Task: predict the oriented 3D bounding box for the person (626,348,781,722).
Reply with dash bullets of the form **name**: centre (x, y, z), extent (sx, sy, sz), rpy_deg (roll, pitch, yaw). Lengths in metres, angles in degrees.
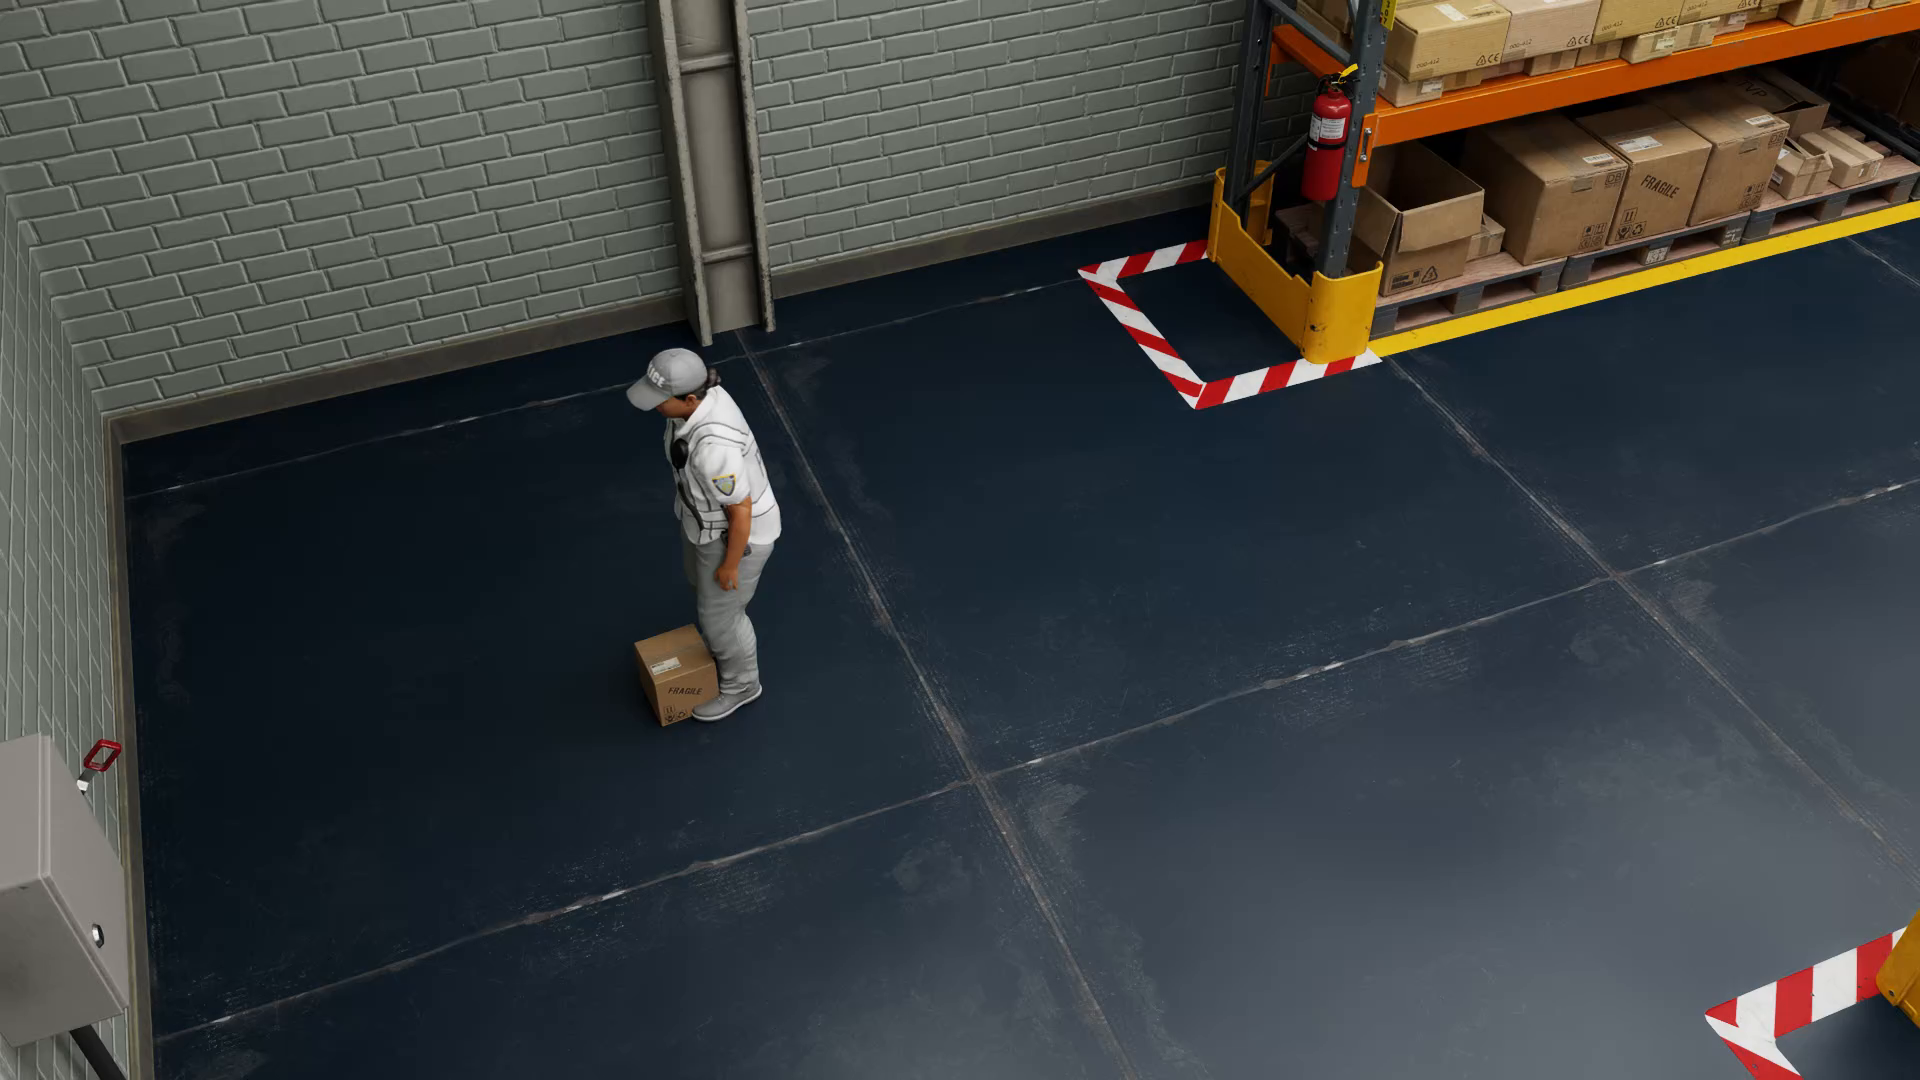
- **person**: centre (-0.925, -0.048, 6.208), extent (0.472, 1.666, 0.546), rpy_deg (-16, 44, -17)
